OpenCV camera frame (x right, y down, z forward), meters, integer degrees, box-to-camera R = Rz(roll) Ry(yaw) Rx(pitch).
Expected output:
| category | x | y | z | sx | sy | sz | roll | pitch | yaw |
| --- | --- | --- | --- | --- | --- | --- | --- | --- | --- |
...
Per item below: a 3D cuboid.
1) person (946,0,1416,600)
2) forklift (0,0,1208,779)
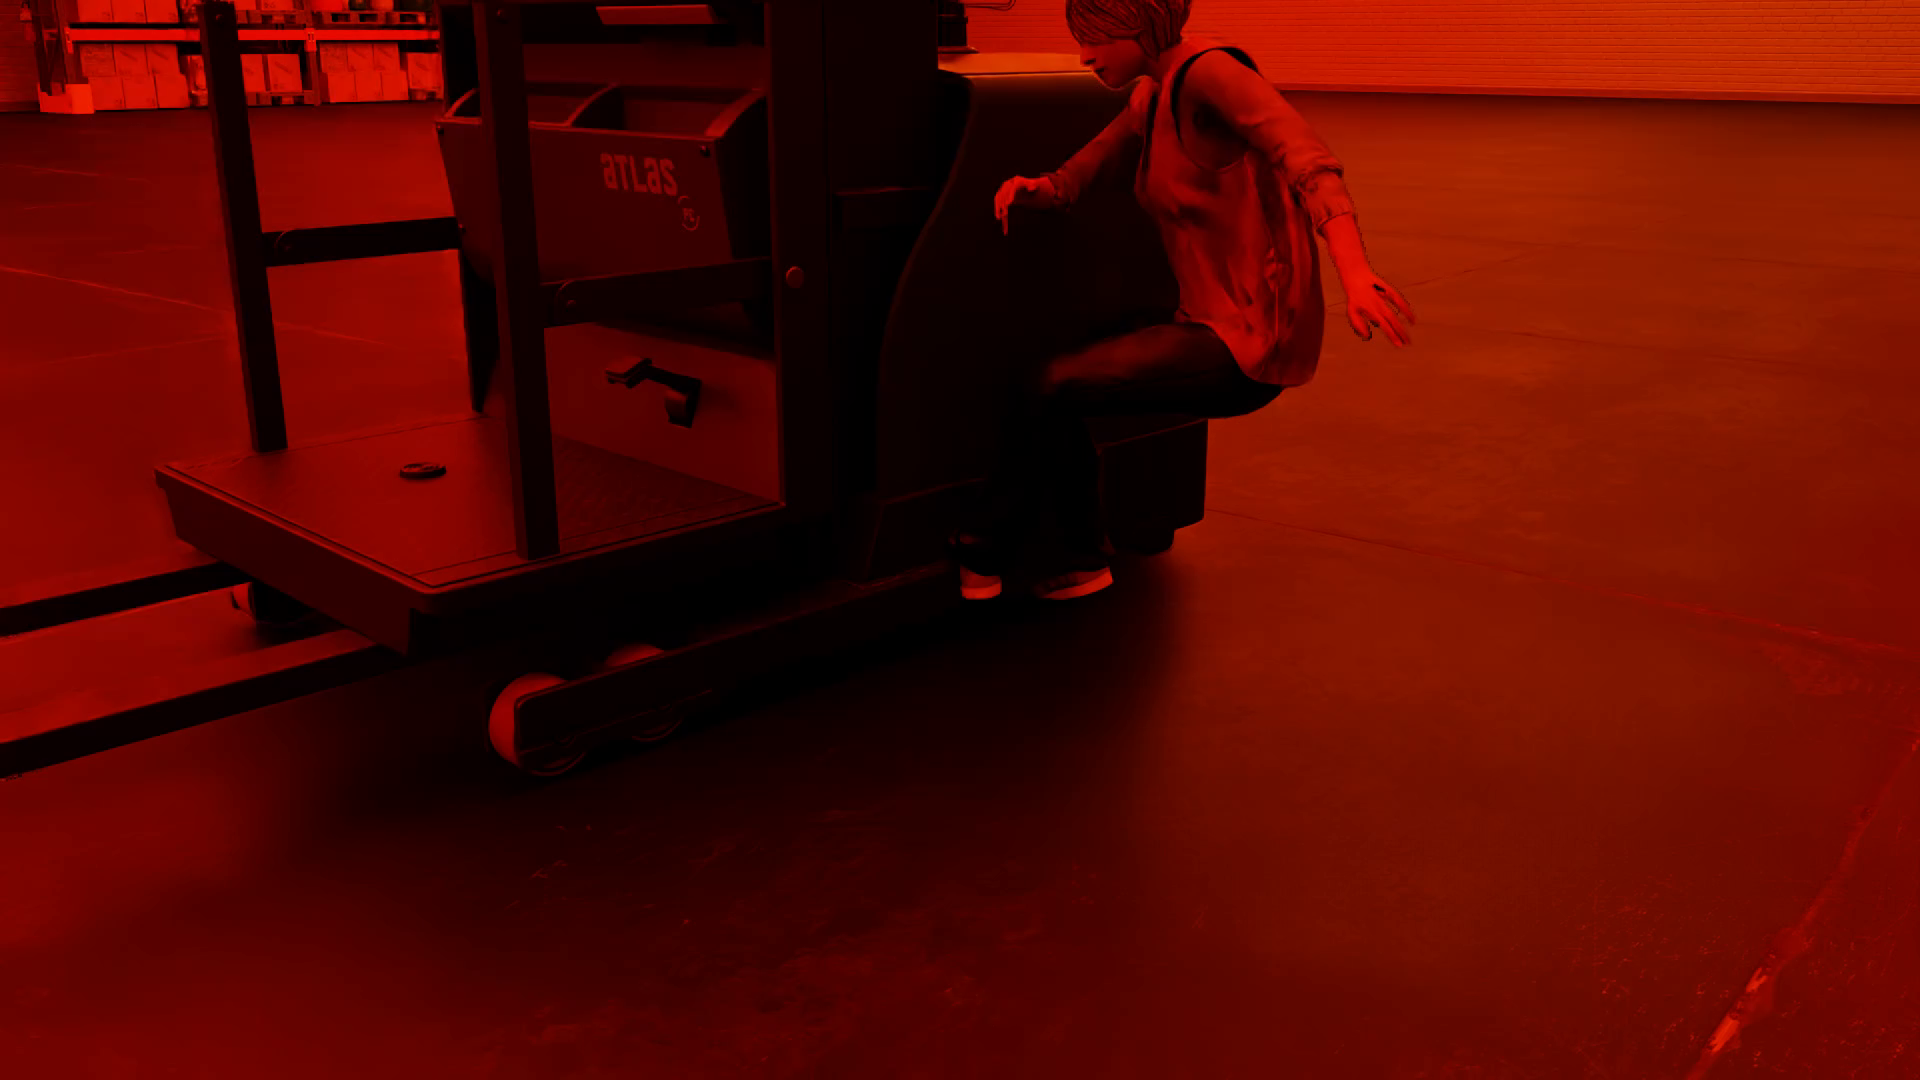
| category | x | y | z | sx | sy | sz | roll | pitch | yaw |
| --- | --- | --- | --- | --- | --- | --- | --- | --- | --- |
| person | 0.267 | -0.368 | 3.019 | 0.843 | 1.326 | 0.916 | -1 | 17 | -3 |
| forklift | -0.828 | -1.189 | 2.813 | 1.130 | 2.935 | 3.031 | 16 | 23 | 43 |
